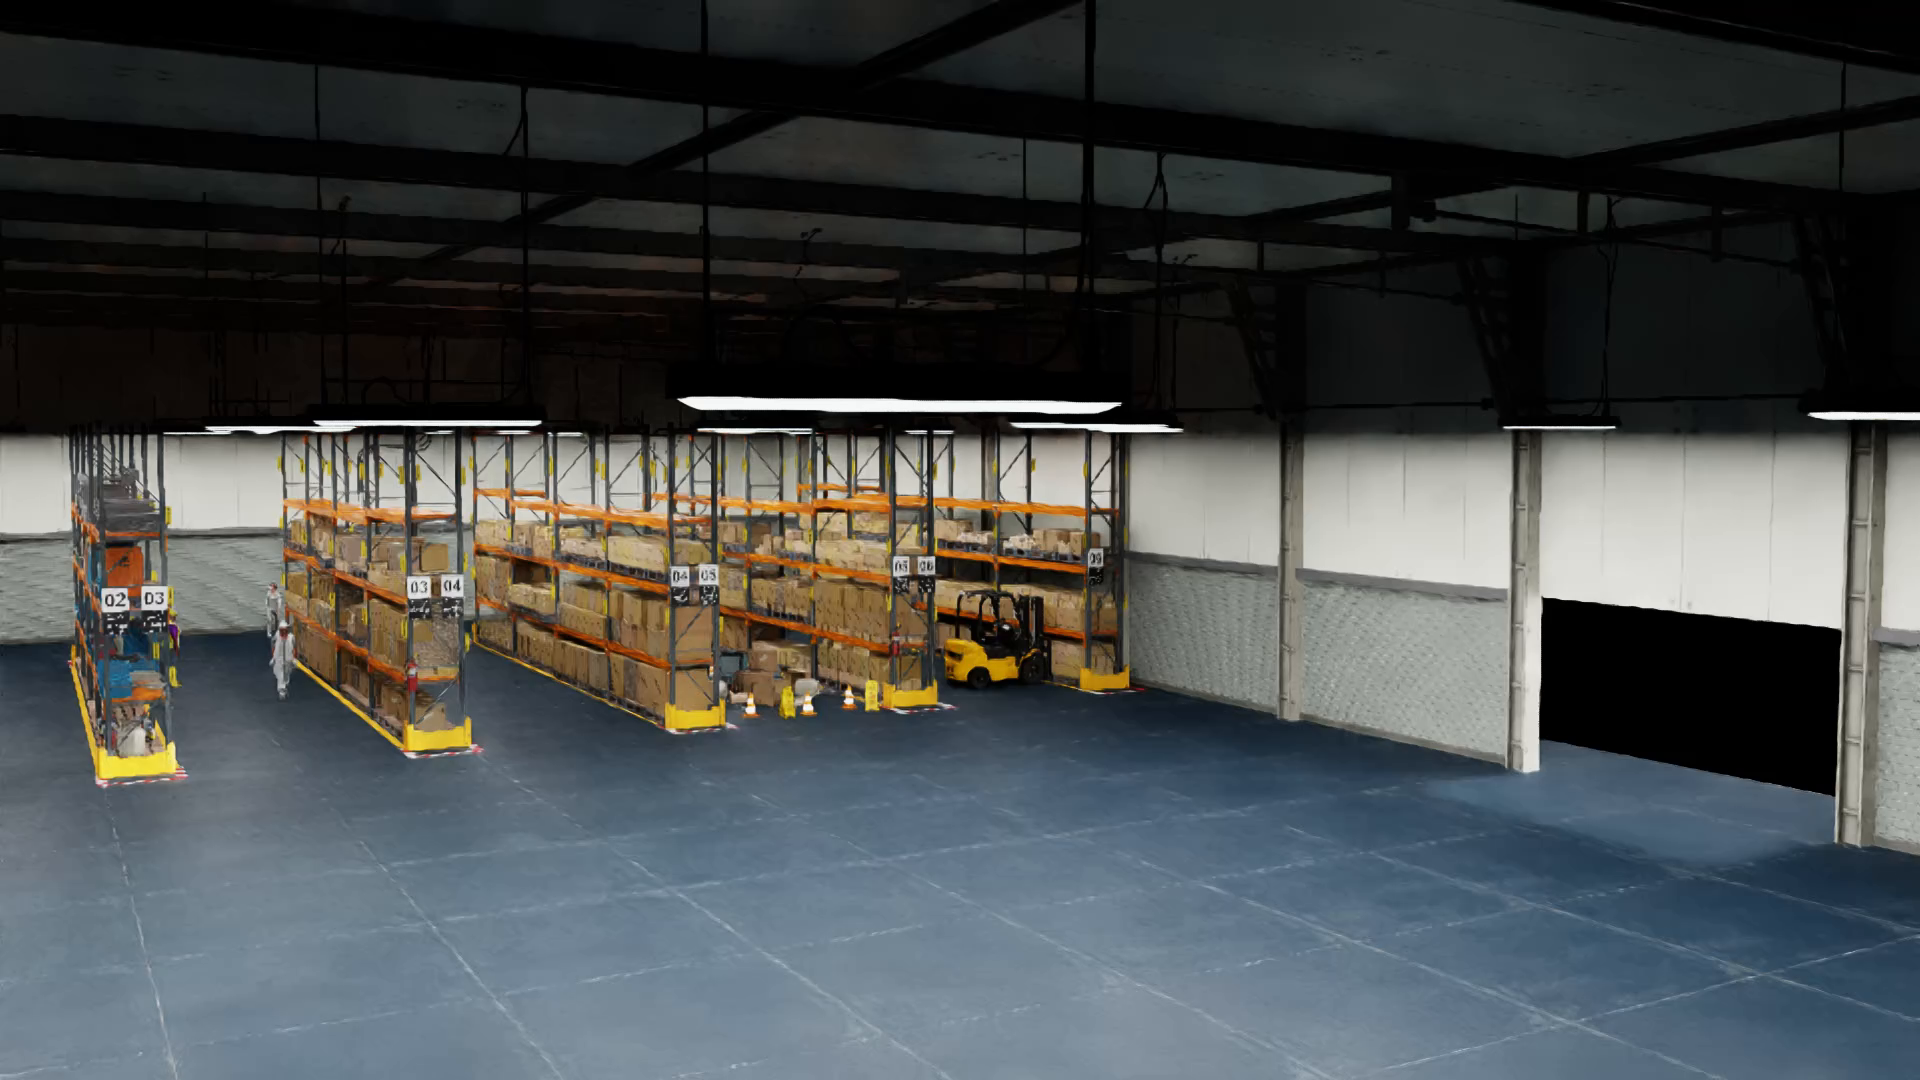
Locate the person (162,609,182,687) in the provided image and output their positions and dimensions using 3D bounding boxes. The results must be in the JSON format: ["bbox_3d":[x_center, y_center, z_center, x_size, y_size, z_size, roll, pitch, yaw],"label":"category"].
[{"bbox_3d":[-18.035,2.464,38.133,0.640,1.770,0.468,3,5,44],"label":"person"}]

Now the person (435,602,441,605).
[{"bbox_3d":[-13.896,2.120,43.930,0.578,1.745,0.685,-1,4,-16],"label":"person"}]

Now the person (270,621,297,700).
[{"bbox_3d":[-14.760,2.608,36.336,0.550,1.709,1.128,-2,4,-32],"label":"person"}]

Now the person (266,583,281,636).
[{"bbox_3d":[-19.739,1.987,47.832,0.410,1.526,0.958,-1,4,-20],"label":"person"}]
